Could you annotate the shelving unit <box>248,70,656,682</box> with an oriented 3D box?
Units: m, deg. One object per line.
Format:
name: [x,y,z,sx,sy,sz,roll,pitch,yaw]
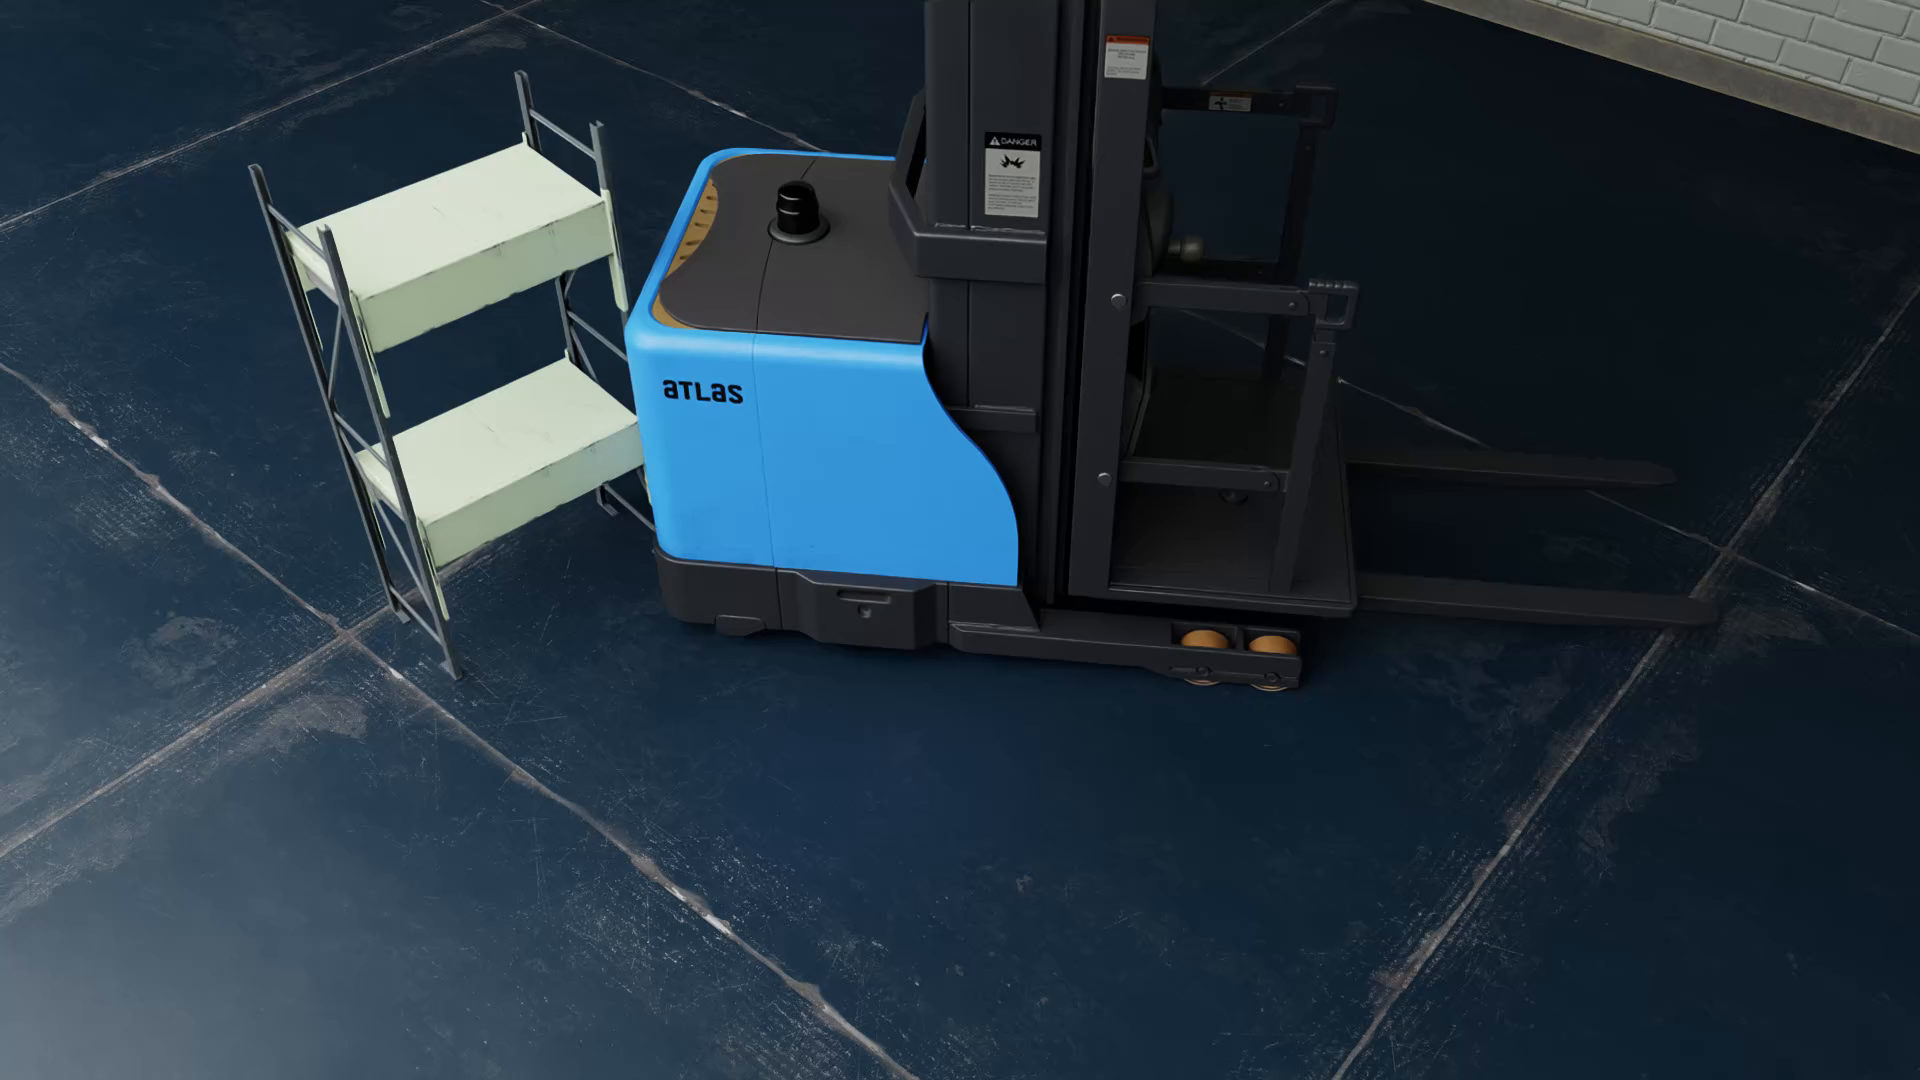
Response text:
shelving unit: [-1.305,-0.415,4.592,0.755,1.500,0.431,-31,51,-30]

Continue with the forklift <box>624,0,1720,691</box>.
forklift: [0.670,-1.030,4.205,3.031,2.935,1.130,4,42,5]

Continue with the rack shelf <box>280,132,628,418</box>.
rack shelf: [-1.305,-0.704,4.330,0.720,0.370,0.431,-31,51,-30]

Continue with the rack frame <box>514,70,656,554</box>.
rack frame: [-1.032,-0.579,4.772,0.023,1.500,0.400,-31,51,-30]

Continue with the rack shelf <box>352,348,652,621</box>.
rack shelf: [-1.305,-0.174,4.811,0.720,0.370,0.431,-31,51,-30]

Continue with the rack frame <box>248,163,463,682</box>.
rack frame: [-1.578,-0.252,4.412,0.023,1.500,0.400,-31,51,-30]
